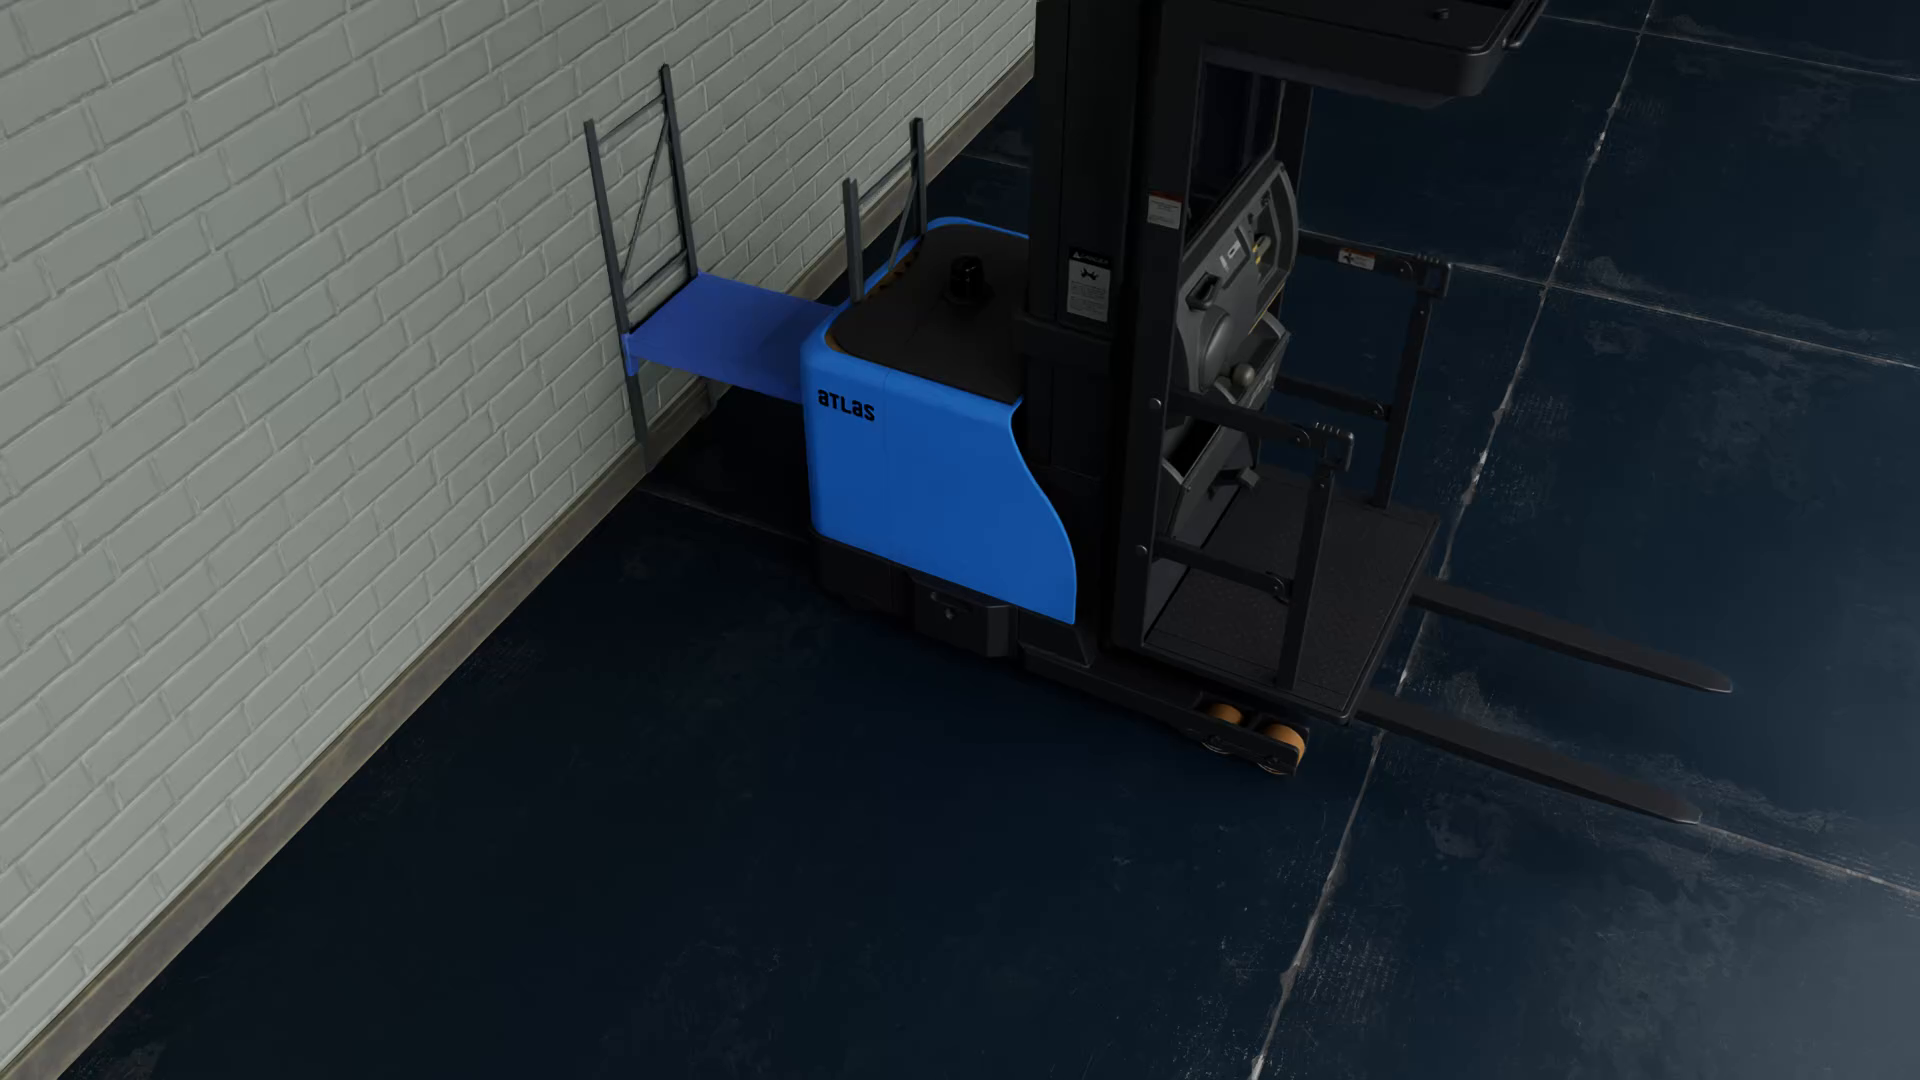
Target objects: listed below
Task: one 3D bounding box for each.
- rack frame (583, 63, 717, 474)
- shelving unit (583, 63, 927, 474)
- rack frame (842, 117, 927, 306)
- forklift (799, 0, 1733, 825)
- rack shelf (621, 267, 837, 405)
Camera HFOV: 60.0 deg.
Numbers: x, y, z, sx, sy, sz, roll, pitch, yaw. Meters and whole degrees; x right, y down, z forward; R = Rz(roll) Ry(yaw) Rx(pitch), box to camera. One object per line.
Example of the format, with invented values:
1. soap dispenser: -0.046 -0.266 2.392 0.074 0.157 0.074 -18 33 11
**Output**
1. rack frame: -1.144 -0.978 6.234 0.032 1.500 0.500 17 44 20
2. shelving unit: -0.689 -0.837 6.057 1.048 1.500 0.538 17 44 20
3. rack frame: -0.234 -0.696 5.881 0.032 1.500 0.500 17 44 20
4. forklift: 1.009 -0.750 4.878 3.031 2.935 1.130 19 44 21
5. rack shelf: -0.686 -0.701 6.175 1.000 0.185 0.538 17 44 20
